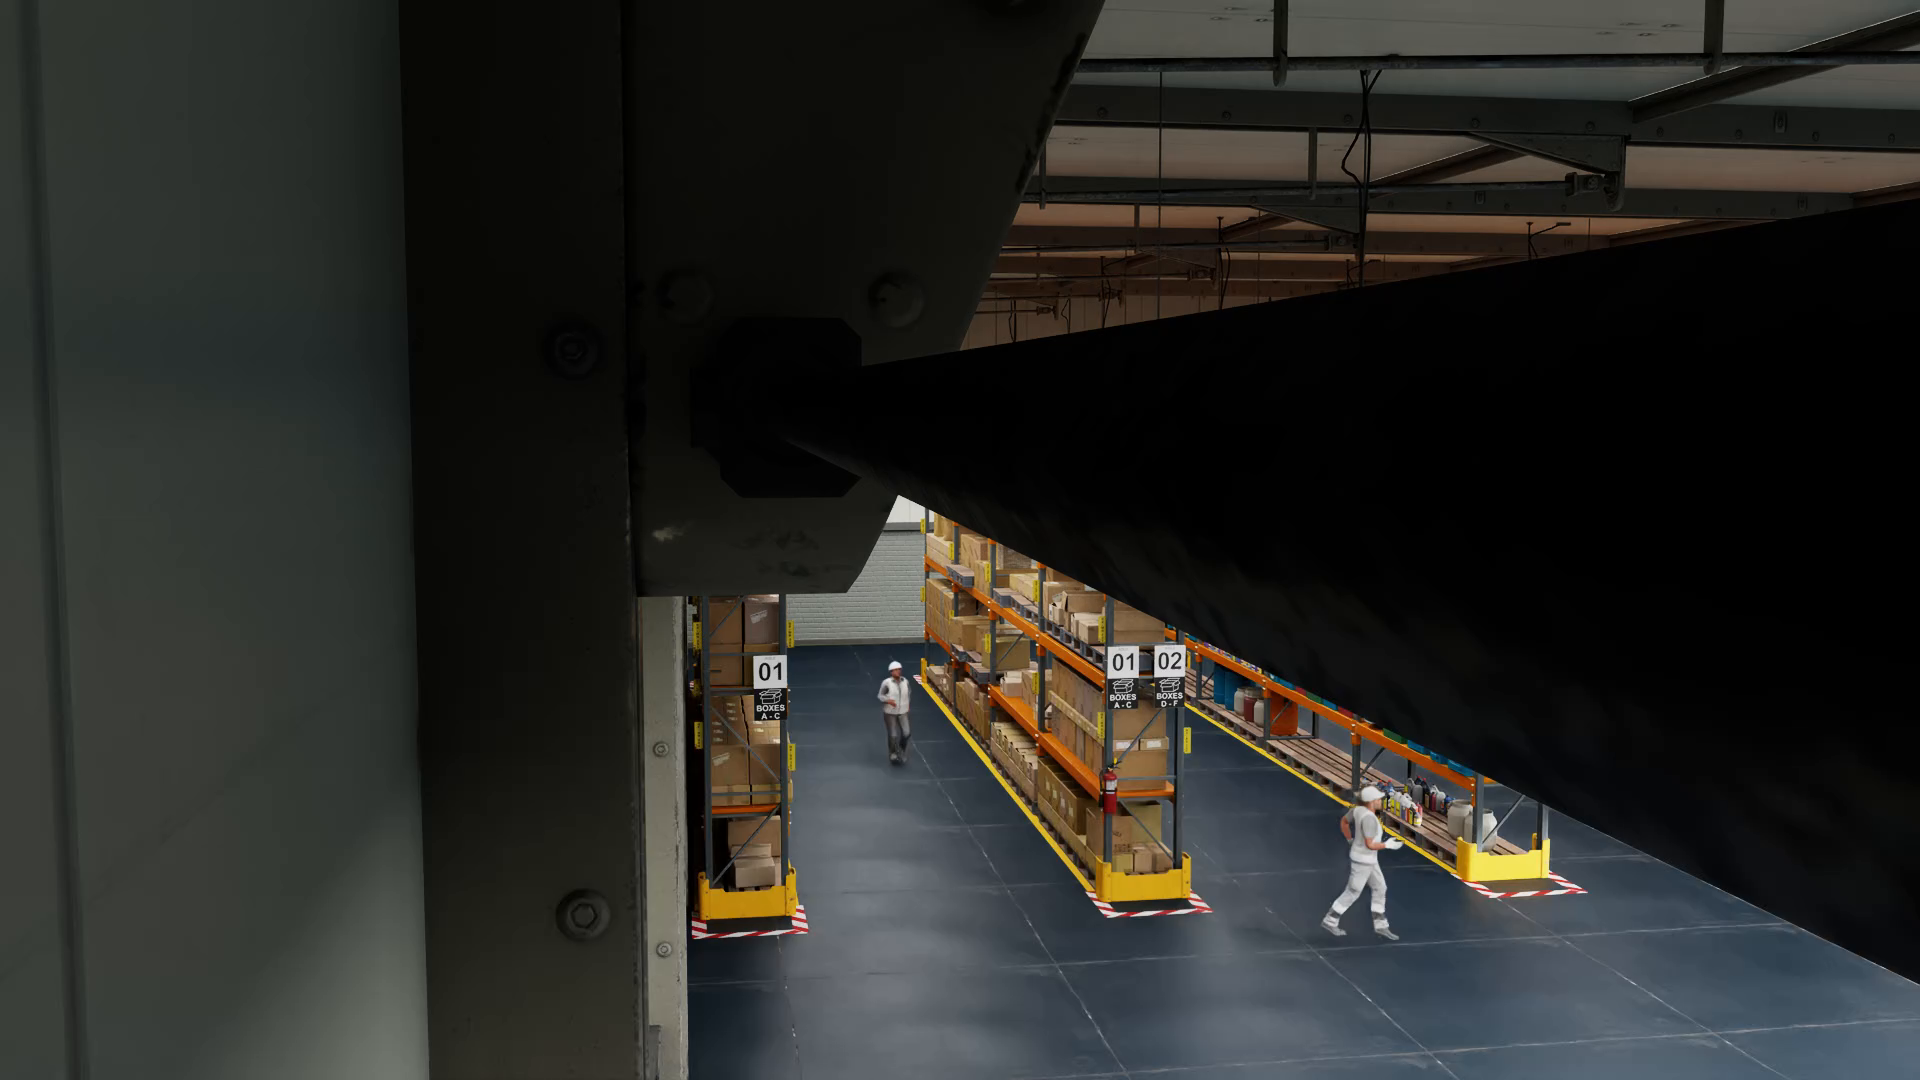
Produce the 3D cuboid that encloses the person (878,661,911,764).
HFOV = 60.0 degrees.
[{"bbox_3d":[-1.084,2.960,28.442,0.657,1.776,0.680,-2,5,-19],"label":"person"}]

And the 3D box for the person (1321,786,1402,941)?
[{"bbox_3d":[4.639,3.740,19.202,0.894,1.822,0.603,1,5,13],"label":"person"}]
